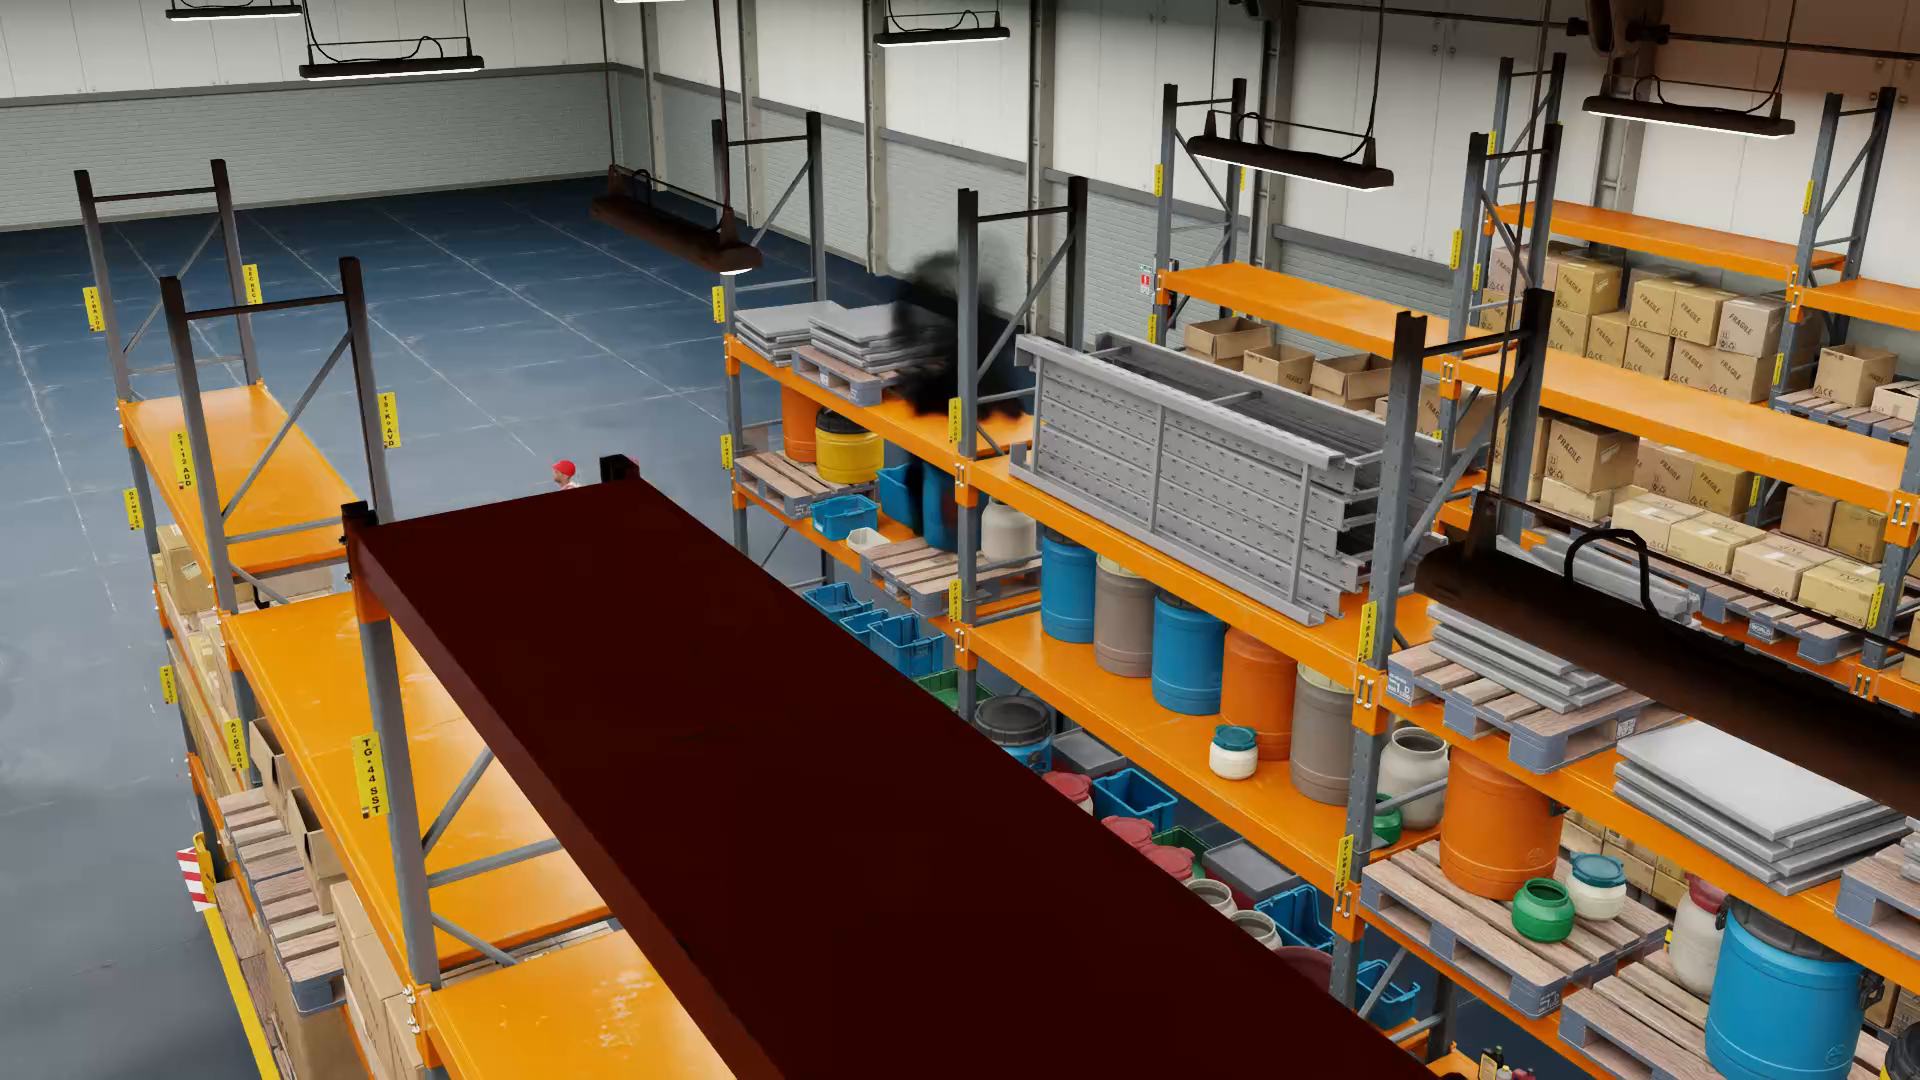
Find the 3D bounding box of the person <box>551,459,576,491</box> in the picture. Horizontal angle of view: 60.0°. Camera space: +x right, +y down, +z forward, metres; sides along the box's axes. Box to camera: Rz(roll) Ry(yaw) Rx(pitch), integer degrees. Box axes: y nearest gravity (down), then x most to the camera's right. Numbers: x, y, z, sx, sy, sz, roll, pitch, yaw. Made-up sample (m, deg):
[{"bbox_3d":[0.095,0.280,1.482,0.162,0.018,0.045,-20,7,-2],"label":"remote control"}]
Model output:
[{"bbox_3d":[-4.560,-0.056,19.150,0.681,1.809,0.635,-3,22,-8],"label":"person"}]
